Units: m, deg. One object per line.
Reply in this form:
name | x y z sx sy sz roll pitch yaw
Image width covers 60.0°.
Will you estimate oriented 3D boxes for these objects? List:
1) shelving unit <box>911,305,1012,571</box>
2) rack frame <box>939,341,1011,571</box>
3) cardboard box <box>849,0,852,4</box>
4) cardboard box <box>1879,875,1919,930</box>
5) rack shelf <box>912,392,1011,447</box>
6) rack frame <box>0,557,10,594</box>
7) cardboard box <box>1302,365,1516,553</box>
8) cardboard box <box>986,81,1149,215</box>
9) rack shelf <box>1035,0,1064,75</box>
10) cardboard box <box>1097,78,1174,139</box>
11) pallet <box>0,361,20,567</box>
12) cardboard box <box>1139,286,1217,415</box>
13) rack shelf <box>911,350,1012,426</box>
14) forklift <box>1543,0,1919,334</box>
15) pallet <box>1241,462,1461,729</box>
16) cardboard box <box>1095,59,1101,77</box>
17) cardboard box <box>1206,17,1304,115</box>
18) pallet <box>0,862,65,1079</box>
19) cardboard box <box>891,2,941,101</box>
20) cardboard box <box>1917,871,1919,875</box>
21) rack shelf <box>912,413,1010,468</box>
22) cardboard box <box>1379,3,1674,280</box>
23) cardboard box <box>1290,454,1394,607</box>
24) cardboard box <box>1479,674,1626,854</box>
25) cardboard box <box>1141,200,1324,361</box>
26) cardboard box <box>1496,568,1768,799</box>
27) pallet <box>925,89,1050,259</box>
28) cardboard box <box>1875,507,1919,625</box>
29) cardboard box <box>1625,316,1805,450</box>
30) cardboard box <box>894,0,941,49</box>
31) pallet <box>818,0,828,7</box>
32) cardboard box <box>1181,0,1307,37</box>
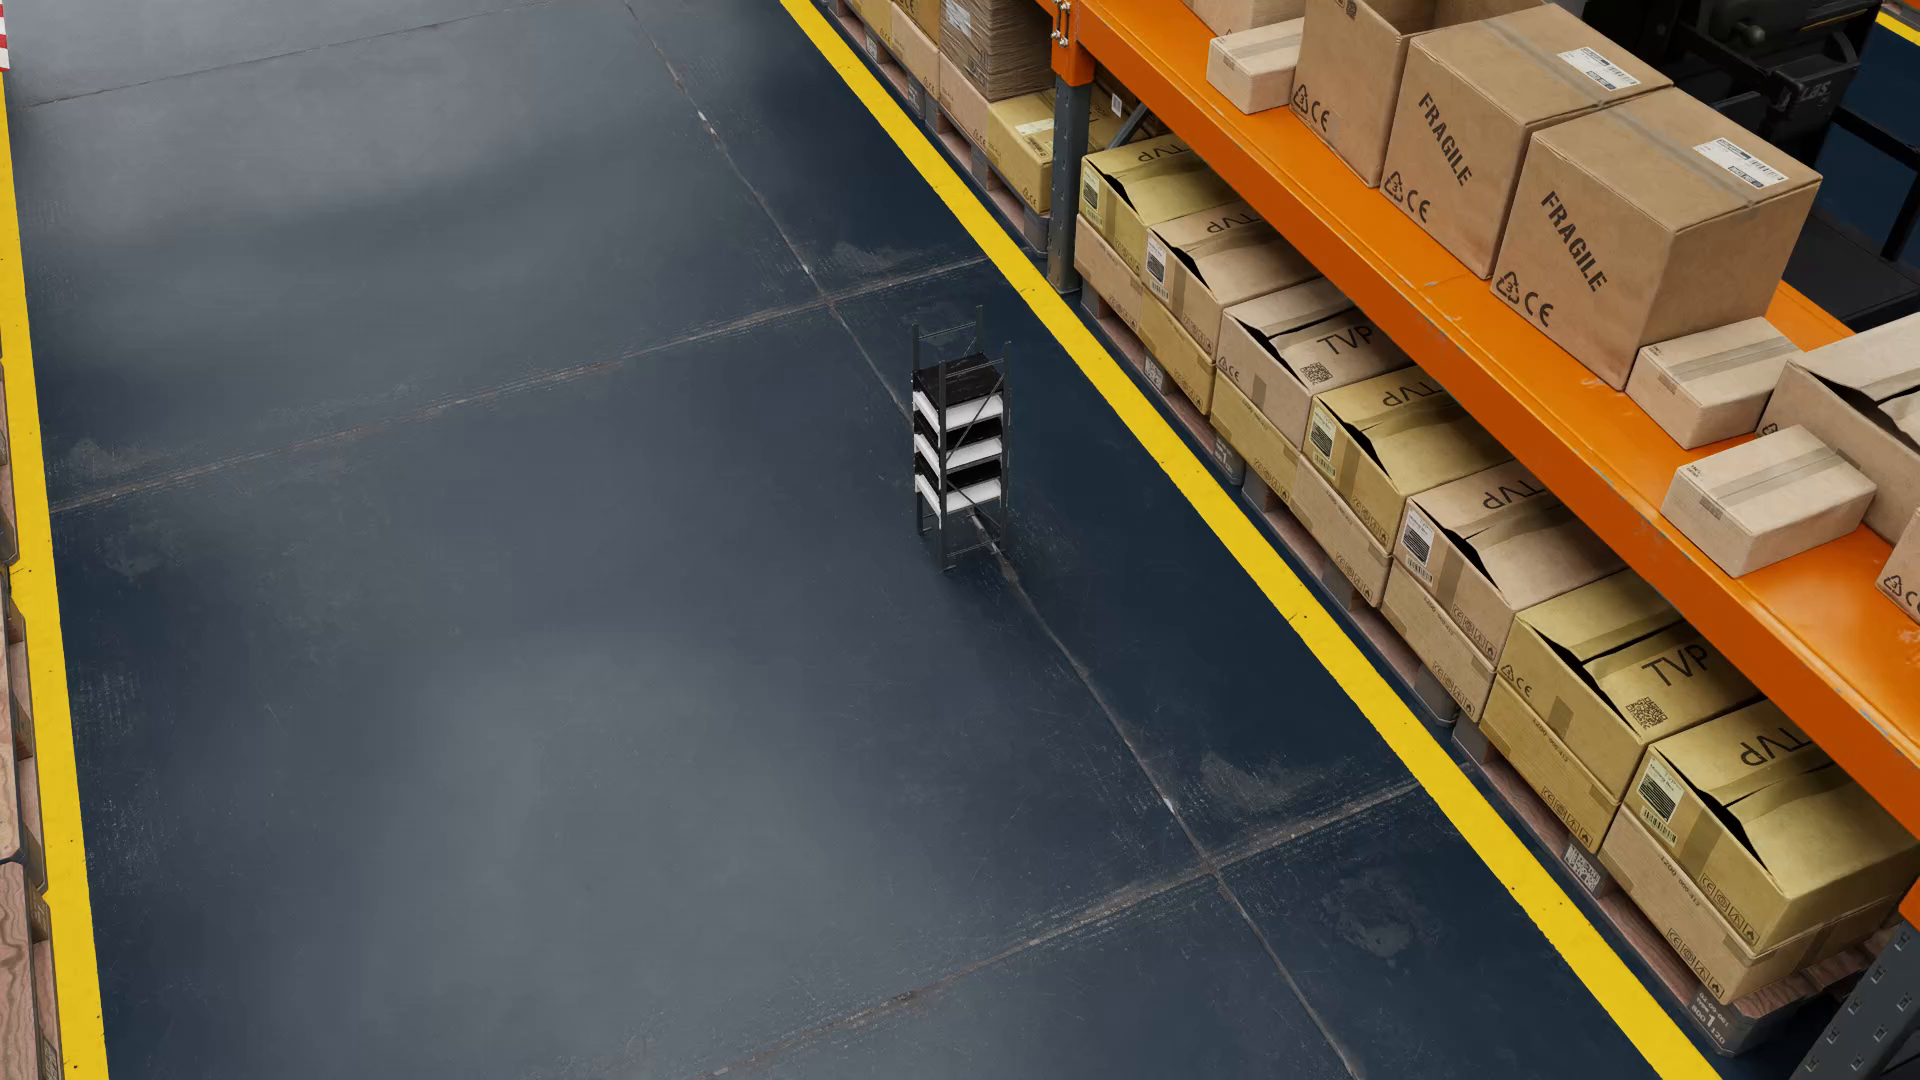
shelving unit | 0.003 -0.315 5.429 0.258 0.900 0.210 -18 47 -17
rack frame | 0.046 -0.250 5.363 0.240 0.900 0.006 -18 47 -17
cardboard box | -0.401 -2.918 8.230 0.500 0.250 0.500 -18 47 -17
cardboard box | 2.562 0.716 4.547 0.500 0.250 0.500 -18 47 -18
rack shelf | 0.003 -0.420 5.326 0.258 0.077 0.200 -18 47 -17
rack frame | -3.662 -0.781 4.406 1.000 3.000 0.127 -18 47 -17
cardboard box | 1.429 -0.296 5.173 0.500 0.311 0.500 -17 47 -16
cardboard box | 0.441 -1.643 6.939 0.500 0.250 0.500 -18 47 -17
rack shelf | -0.007 -3.260 7.431 1.077 0.370 4.000 -18 47 -17
cardboard box | 0.914 -1.797 7.095 0.500 0.250 0.500 -18 47 -17
pallet | -3.906 -0.229 5.832 1.003 0.211 1.213 -18 47 -17
cardboard box | 0.993 -0.756 6.039 0.500 0.250 0.500 -17 47 -16
rack shelf | 0.003 -0.484 5.262 0.258 0.077 0.200 -18 47 -17
forklift | 2.972 -1.872 5.561 1.130 2.935 3.031 -19 48 -18
pallet | 1.696 -0.013 5.612 1.003 0.211 1.213 -18 47 -17
cardboard box | 0.706 -2.384 7.155 0.500 0.500 0.500 -18 47 -17
cardboard box | 1.021 -1.527 5.341 0.380 0.149 0.250 -18 47 -17
pallet | -2.779 1.479 4.101 1.003 0.211 1.213 -18 47 -17
cardboard box | 0.016 -2.279 7.583 0.500 0.250 0.500 -18 47 -17
cardboard box | 2.562 0.517 4.350 0.500 0.311 0.500 -17 47 -16
rack shelf | 0.003 -0.355 5.389 0.258 0.077 0.200 -18 47 -17
cardboard box | 1.574 -1.128 4.686 0.500 0.500 0.500 -18 47 -17
cardboard box | 1.426 -0.102 5.377 0.500 0.250 0.500 -17 47 -17
cardboard box | 1.854 0.546 4.720 0.500 0.250 0.500 -19 48 -18
cardboard box | 0.988 -0.955 5.841 0.500 0.311 0.500 -19 48 -18
cardboard box | 1.848 0.347 4.522 0.500 0.311 0.500 -19 48 -18
pallet | 0.538 -1.768 7.392 1.003 0.211 1.213 -18 47 -17
cardboard box | 2.403 0.094 3.582 0.500 0.311 0.500 -15 47 -15
cardboard box | 1.929 -0.399 4.198 0.380 0.149 0.250 -15 47 -14
cardboard box | 0.027 -2.550 7.323 0.500 0.500 0.500 -18 47 -17
pallet | -0.488 -3.323 8.968 1.003 0.211 1.213 -18 47 -17
cardboard box | 1.081 -1.887 5.634 0.500 0.250 0.500 -15 47 -15
